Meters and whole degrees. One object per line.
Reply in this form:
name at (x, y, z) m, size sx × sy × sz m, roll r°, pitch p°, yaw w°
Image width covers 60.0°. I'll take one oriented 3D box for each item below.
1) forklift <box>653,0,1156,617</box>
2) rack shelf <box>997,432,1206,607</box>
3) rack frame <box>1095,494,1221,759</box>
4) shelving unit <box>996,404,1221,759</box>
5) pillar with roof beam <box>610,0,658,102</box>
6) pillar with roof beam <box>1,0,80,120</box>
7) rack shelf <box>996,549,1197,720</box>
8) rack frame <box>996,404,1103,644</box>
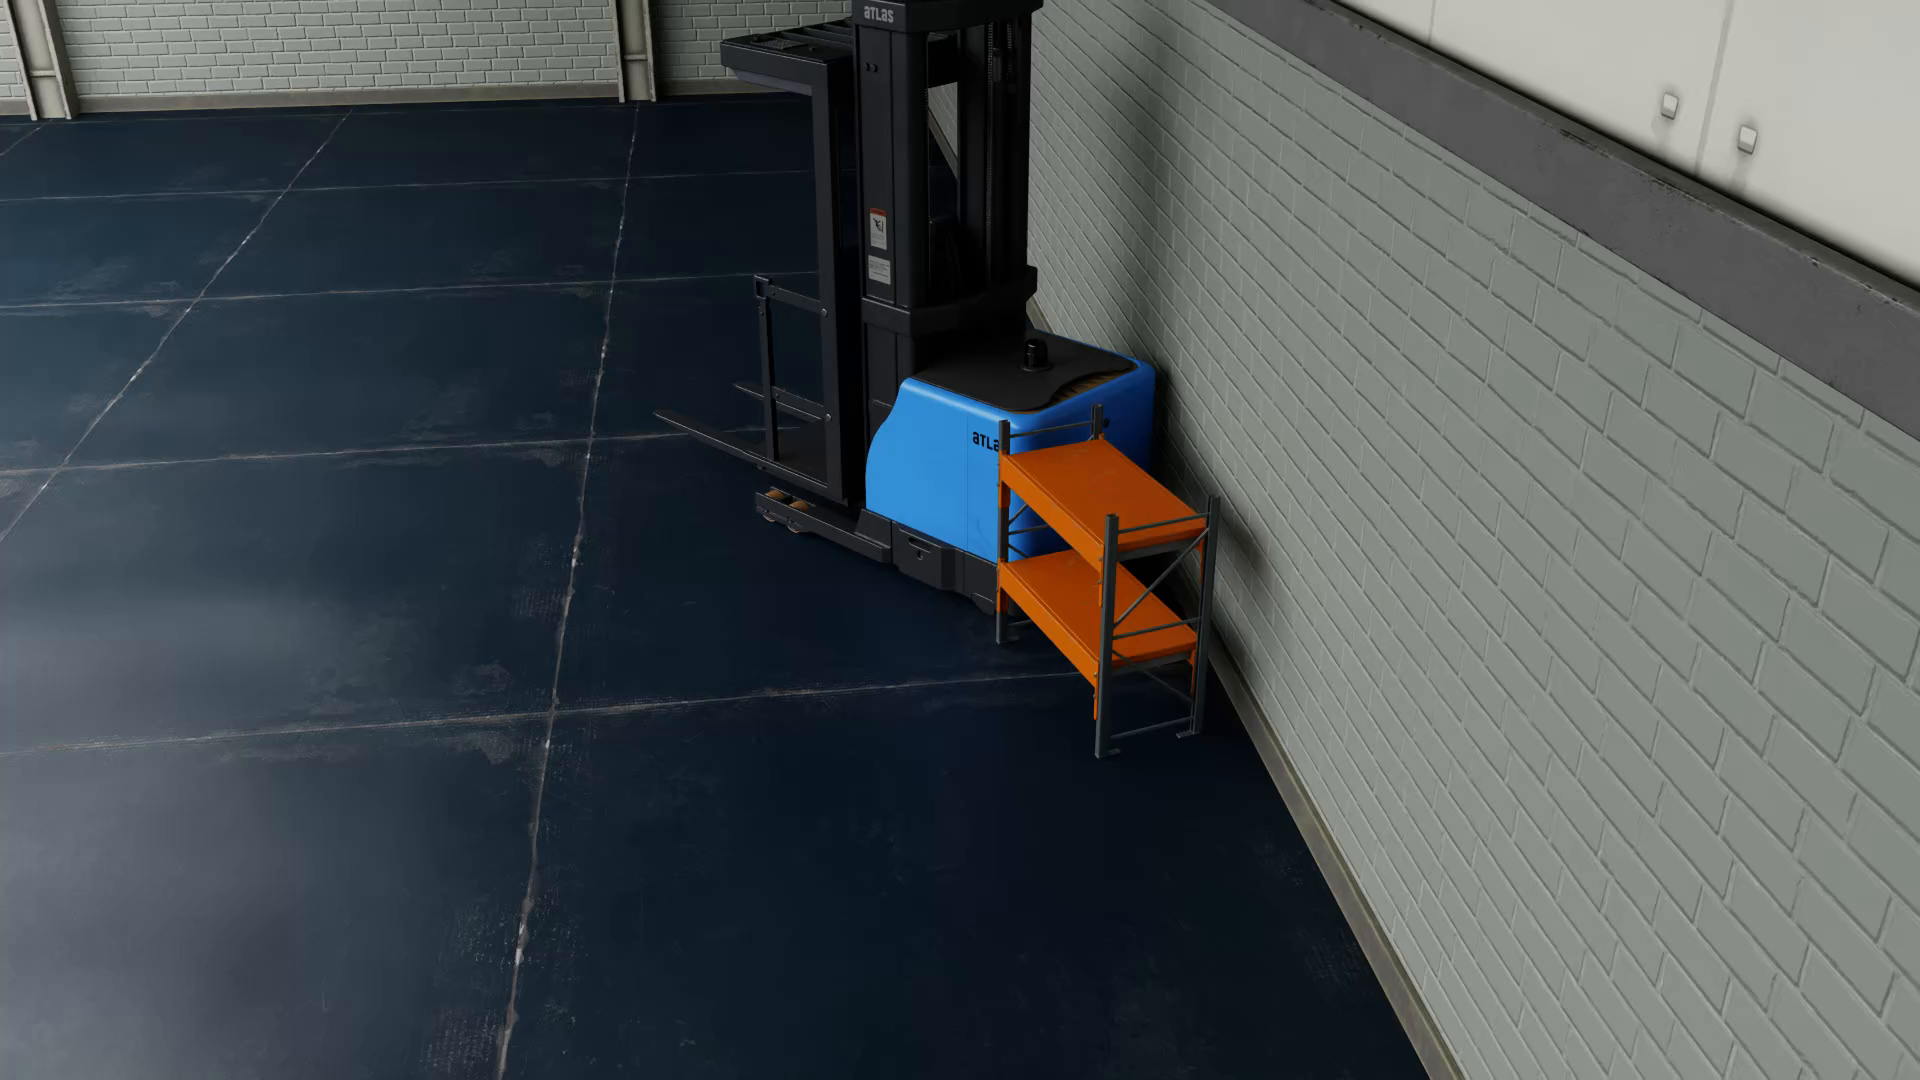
forklift at (-0.458, -1.497, 8.458) m, size 3.031 × 2.935 × 1.130 m, roll 23°, pitch 35°, yaw 37°
rack shelf at (0.605, -0.109, 7.089) m, size 0.538 × 0.278 × 1.000 m, roll -11°, pitch 29°, yaw -20°
rack frame at (0.803, 0.365, 6.806) m, size 0.500 × 1.125 × 0.032 m, roll -11°, pitch 29°, yaw -20°
shelving unit at (0.605, 0.152, 7.222) m, size 0.538 × 1.125 × 1.048 m, roll -11°, pitch 29°, yaw -20°
pillar with roof beam at (-2.903, -6.871, 12.284) m, size 0.400 × 9.000 × 9.100 m, roll -4°, pitch 27°, yaw -7°
pillar with roof beam at (-8.845, -6.490, 11.540) m, size 0.400 × 9.000 × 9.100 m, roll -4°, pitch 27°, yaw -7°
rack shelf at (0.605, 0.369, 7.334) m, size 0.538 × 0.278 × 1.000 m, roll -11°, pitch 29°, yaw -20°
rack frame at (0.406, -0.062, 7.639) m, size 0.500 × 1.125 × 0.032 m, roll -11°, pitch 29°, yaw -20°
